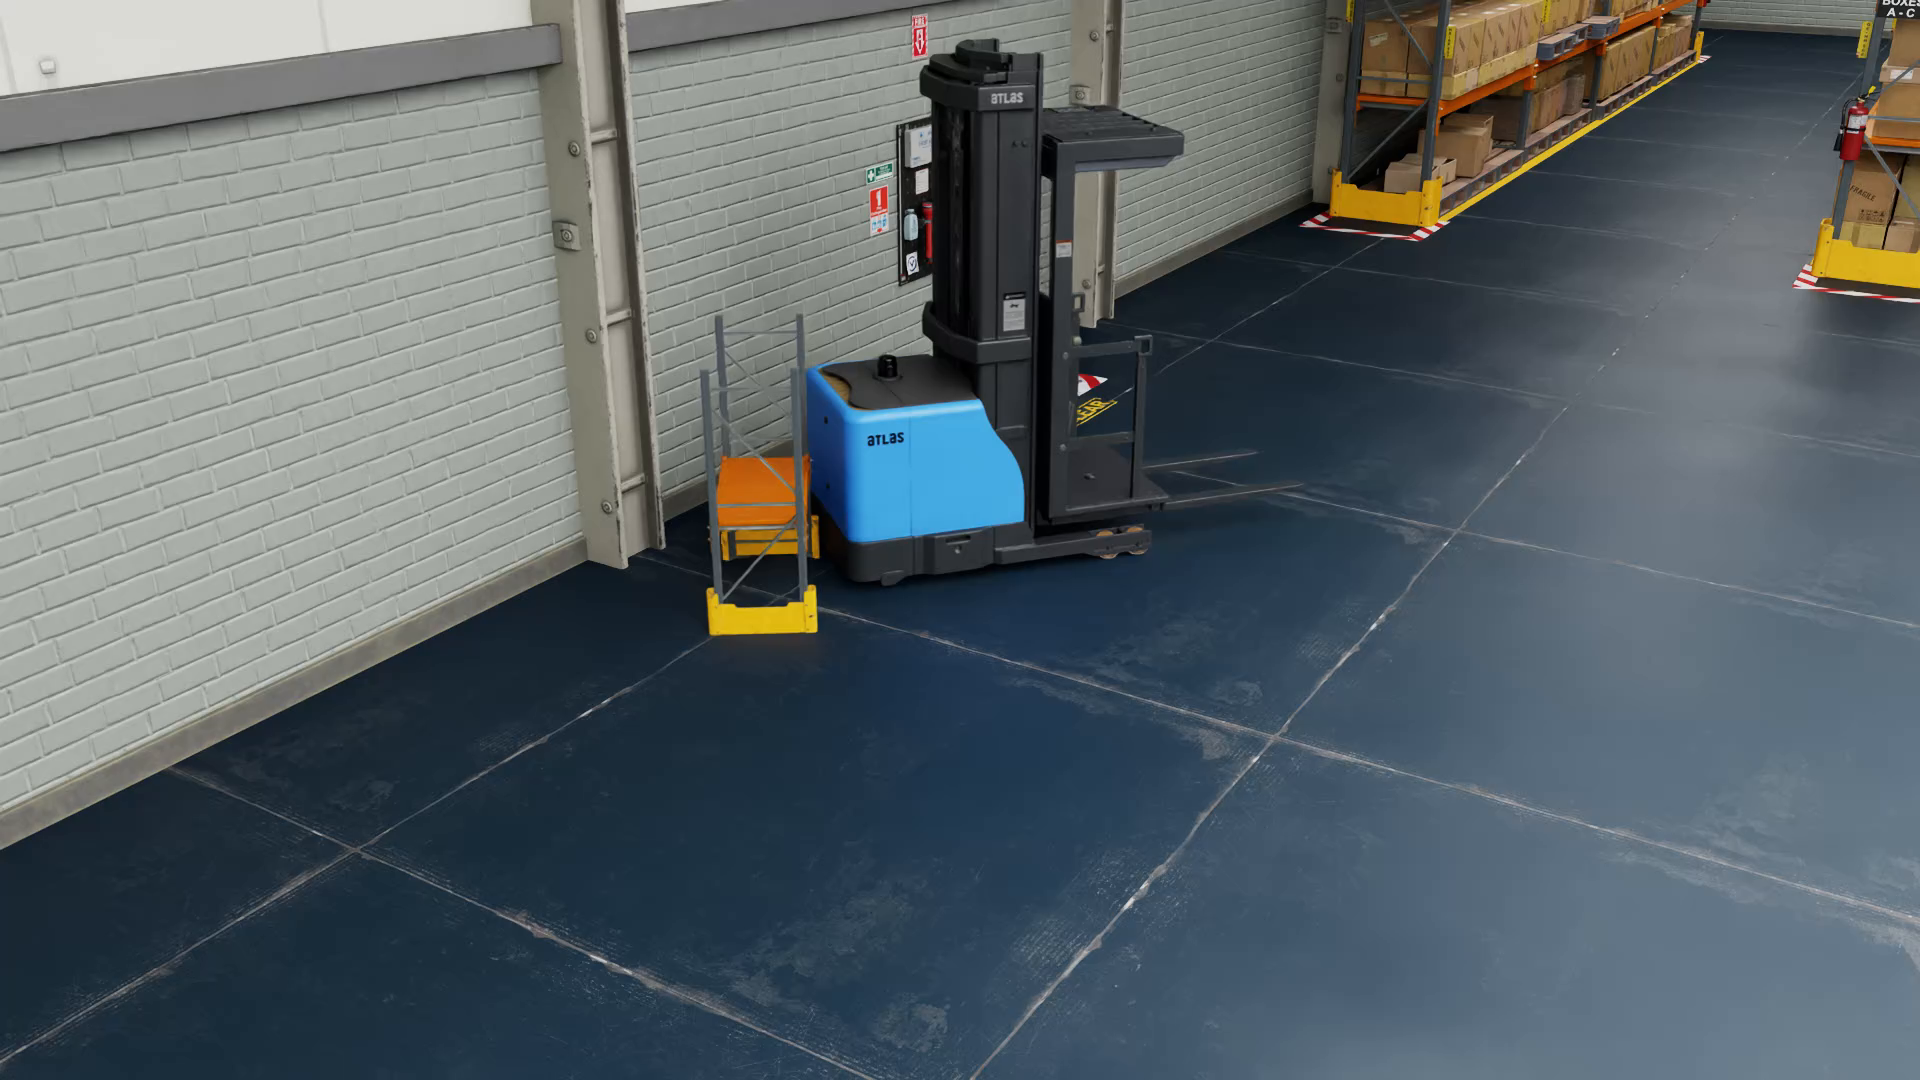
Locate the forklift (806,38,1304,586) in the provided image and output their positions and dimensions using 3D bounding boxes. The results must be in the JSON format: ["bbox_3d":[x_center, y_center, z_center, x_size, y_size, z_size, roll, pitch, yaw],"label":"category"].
[{"bbox_3d":[0.635,-1.420,9.840,3.031,2.935,1.130,-8,25,-17],"label":"forklift"}]

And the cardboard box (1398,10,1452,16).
[{"bbox_3d":[5.280,-5.765,19.012,0.500,0.500,0.500,13,27,28],"label":"cardboard box"}]

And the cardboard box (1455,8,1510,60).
[{"bbox_3d":[5.986,-5.831,19.164,0.500,0.500,0.500,15,27,31],"label":"cardboard box"}]

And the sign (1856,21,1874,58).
[{"bbox_3d":[8.426,-4.656,15.473,0.100,0.325,0.005,14,27,29],"label":"sign"}]

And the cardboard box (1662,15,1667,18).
[{"bbox_3d":[12.454,-9.333,29.835,0.380,0.149,0.250,14,27,29],"label":"cardboard box"}]

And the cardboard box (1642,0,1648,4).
[{"bbox_3d":[10.437,-8.625,25.872,0.500,0.500,0.500,14,27,29],"label":"cardboard box"}]

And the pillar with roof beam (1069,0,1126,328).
[{"bbox_3d":[4.796,-5.177,10.883,9.100,9.000,0.400,14,27,29],"label":"pillar with roof beam"}]

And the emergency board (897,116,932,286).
[{"bbox_3d":[-0.197,-2.500,12.250,0.194,1.169,0.643,14,27,29],"label":"emergency board"}]

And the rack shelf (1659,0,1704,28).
[{"bbox_3d":[12.054,-9.329,28.930,1.077,0.370,4.000,14,27,29],"label":"rack shelf"}]

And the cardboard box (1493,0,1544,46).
[{"bbox_3d":[6.793,-6.344,20.349,0.500,0.500,0.500,14,27,29],"label":"cardboard box"}]

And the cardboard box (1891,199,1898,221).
[{"bbox_3d":[9.427,-3.411,17.287,0.500,0.250,0.500,14,27,29],"label":"cardboard box"}]

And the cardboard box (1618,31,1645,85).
[{"bbox_3d":[10.300,-7.643,26.307,0.750,0.750,0.750,15,27,31],"label":"cardboard box"}]

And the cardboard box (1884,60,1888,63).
[{"bbox_3d":[9.056,-4.498,15.923,0.380,0.149,0.250,15,27,30],"label":"cardboard box"}]

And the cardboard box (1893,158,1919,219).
[{"bbox_3d":[9.614,-3.476,16.492,0.500,0.500,0.500,14,27,29],"label":"cardboard box"}]

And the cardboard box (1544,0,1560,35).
[{"bbox_3d":[7.378,-6.884,21.695,0.700,0.500,0.500,17,29,34],"label":"cardboard box"}]

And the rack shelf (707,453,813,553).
[{"bbox_3d":[-1.106,-0.220,9.322,0.538,0.185,1.000,-1,23,-3],"label":"rack shelf"}]

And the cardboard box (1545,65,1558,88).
[{"bbox_3d":[7.933,-6.425,22.965,0.500,0.250,0.500,14,27,29],"label":"cardboard box"}]

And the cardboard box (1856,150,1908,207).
[{"bbox_3d":[9.425,-3.756,17.139,0.500,0.500,0.500,14,27,29],"label":"cardboard box"}]

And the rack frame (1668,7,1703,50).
[{"bbox_3d":[13.109,-10.334,30.346,1.000,3.000,0.127,14,27,29],"label":"rack frame"}]

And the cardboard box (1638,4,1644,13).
[{"bbox_3d":[10.499,-8.366,26.092,0.380,0.149,0.250,14,27,29],"label":"cardboard box"}]

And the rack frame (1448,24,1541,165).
[{"bbox_3d":[6.779,-6.284,20.990,1.000,3.000,0.127,14,27,29],"label":"rack frame"}]

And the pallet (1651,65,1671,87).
[{"bbox_3d":[11.467,-7.945,28.336,1.003,0.211,1.213,14,27,29],"label":"pallet"}]

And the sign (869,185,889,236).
[{"bbox_3d":[-0.576,-2.352,11.862,0.001,0.329,0.234,14,27,29],"label":"sign"}]

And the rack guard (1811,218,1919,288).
[{"bbox_3d":[8.867,-2.742,15.954,1.175,0.500,0.348,14,27,29],"label":"rack guard"}]

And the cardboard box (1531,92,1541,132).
[{"bbox_3d":[7.383,-5.776,22.408,0.700,0.500,0.500,13,27,28],"label":"cardboard box"}]

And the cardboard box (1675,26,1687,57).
[{"bbox_3d":[12.561,-8.954,29.775,0.700,0.500,0.500,14,27,29],"label":"cardboard box"}]

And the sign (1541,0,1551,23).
[{"bbox_3d":[7.244,-6.570,20.562,0.100,0.325,0.005,14,27,29],"label":"sign"}]

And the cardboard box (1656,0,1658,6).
[{"bbox_3d":[11.061,-8.705,26.873,0.380,0.149,0.250,14,27,29],"label":"cardboard box"}]

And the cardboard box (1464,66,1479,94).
[{"bbox_3d":[5.458,-5.151,18.536,0.500,0.250,0.500,13,27,27],"label":"cardboard box"}]

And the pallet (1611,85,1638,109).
[{"bbox_3d":[10.014,-7.015,26.188,1.003,0.211,1.213,14,27,29],"label":"pallet"}]

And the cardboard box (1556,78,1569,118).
[{"bbox_3d":[8.183,-6.285,23.586,0.700,0.500,0.500,14,27,29],"label":"cardboard box"}]

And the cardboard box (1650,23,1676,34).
[{"bbox_3d":[12.092,-8.812,28.631,0.380,0.149,0.250,13,27,27],"label":"cardboard box"}]

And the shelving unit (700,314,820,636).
[{"bbox_3d":[-1.107,-0.388,9.259,0.587,1.500,1.083,-1,23,-3],"label":"shelving unit"}]

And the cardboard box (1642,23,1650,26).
[{"bbox_3d":[11.650,-8.818,28.646,0.380,0.149,0.250,13,27,27],"label":"cardboard box"}]

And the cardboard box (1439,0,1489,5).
[{"bbox_3d":[6.078,-6.280,20.200,0.500,0.500,0.500,14,27,29],"label":"cardboard box"}]

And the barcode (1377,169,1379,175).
[{"bbox_3d":[4.781,-4.211,19.020,0.001,0.075,0.075,14,27,29],"label":"barcode"}]

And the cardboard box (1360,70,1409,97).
[{"bbox_3d":[4.751,-5.073,18.356,0.500,0.250,0.500,14,27,30],"label":"cardboard box"}]

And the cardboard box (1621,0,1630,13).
[{"bbox_3d":[9.647,-8.111,24.684,0.500,0.500,0.500,15,28,31],"label":"cardboard box"}]

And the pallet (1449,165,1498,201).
[{"bbox_3d":[5.812,-4.357,20.049,1.003,0.211,1.213,14,27,29],"label":"pallet"}]

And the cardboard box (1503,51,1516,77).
[{"bbox_3d":[6.265,-5.662,19.716,0.500,0.250,0.500,14,27,29],"label":"cardboard box"}]

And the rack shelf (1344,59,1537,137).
[{"bbox_3d":[5.724,-5.279,19.574,1.077,0.370,4.000,14,27,29],"label":"rack shelf"}]

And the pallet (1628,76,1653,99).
[{"bbox_3d":[10.656,-7.428,27.143,1.003,0.211,1.213,14,27,29],"label":"pallet"}]

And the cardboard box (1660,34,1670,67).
[{"bbox_3d":[11.749,-8.430,28.564,0.700,0.500,0.500,14,27,28],"label":"cardboard box"}]

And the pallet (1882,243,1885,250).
[{"bbox_3d":[9.248,-2.884,16.647,1.003,0.211,1.213,14,27,29],"label":"pallet"}]

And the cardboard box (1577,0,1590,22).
[{"bbox_3d":[8.378,-7.527,23.181,0.700,0.500,0.500,11,26,24],"label":"cardboard box"}]

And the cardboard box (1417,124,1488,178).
[{"bbox_3d":[5.841,-4.633,19.769,0.700,0.500,0.500,12,26,26],"label":"cardboard box"}]

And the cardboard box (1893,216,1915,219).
[{"bbox_3d":[9.612,-3.132,16.641,0.500,0.250,0.500,14,27,29],"label":"cardboard box"}]

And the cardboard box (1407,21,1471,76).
[{"bbox_3d":[5.177,-5.317,17.975,0.500,0.500,0.500,14,27,29],"label":"cardboard box"}]

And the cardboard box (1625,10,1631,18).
[{"bbox_3d":[10.060,-8.111,25.500,0.380,0.149,0.250,14,27,29],"label":"cardboard box"}]

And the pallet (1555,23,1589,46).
[{"bbox_3d":[7.880,-6.869,22.584,1.003,0.211,1.213,14,27,29],"label":"pallet"}]
